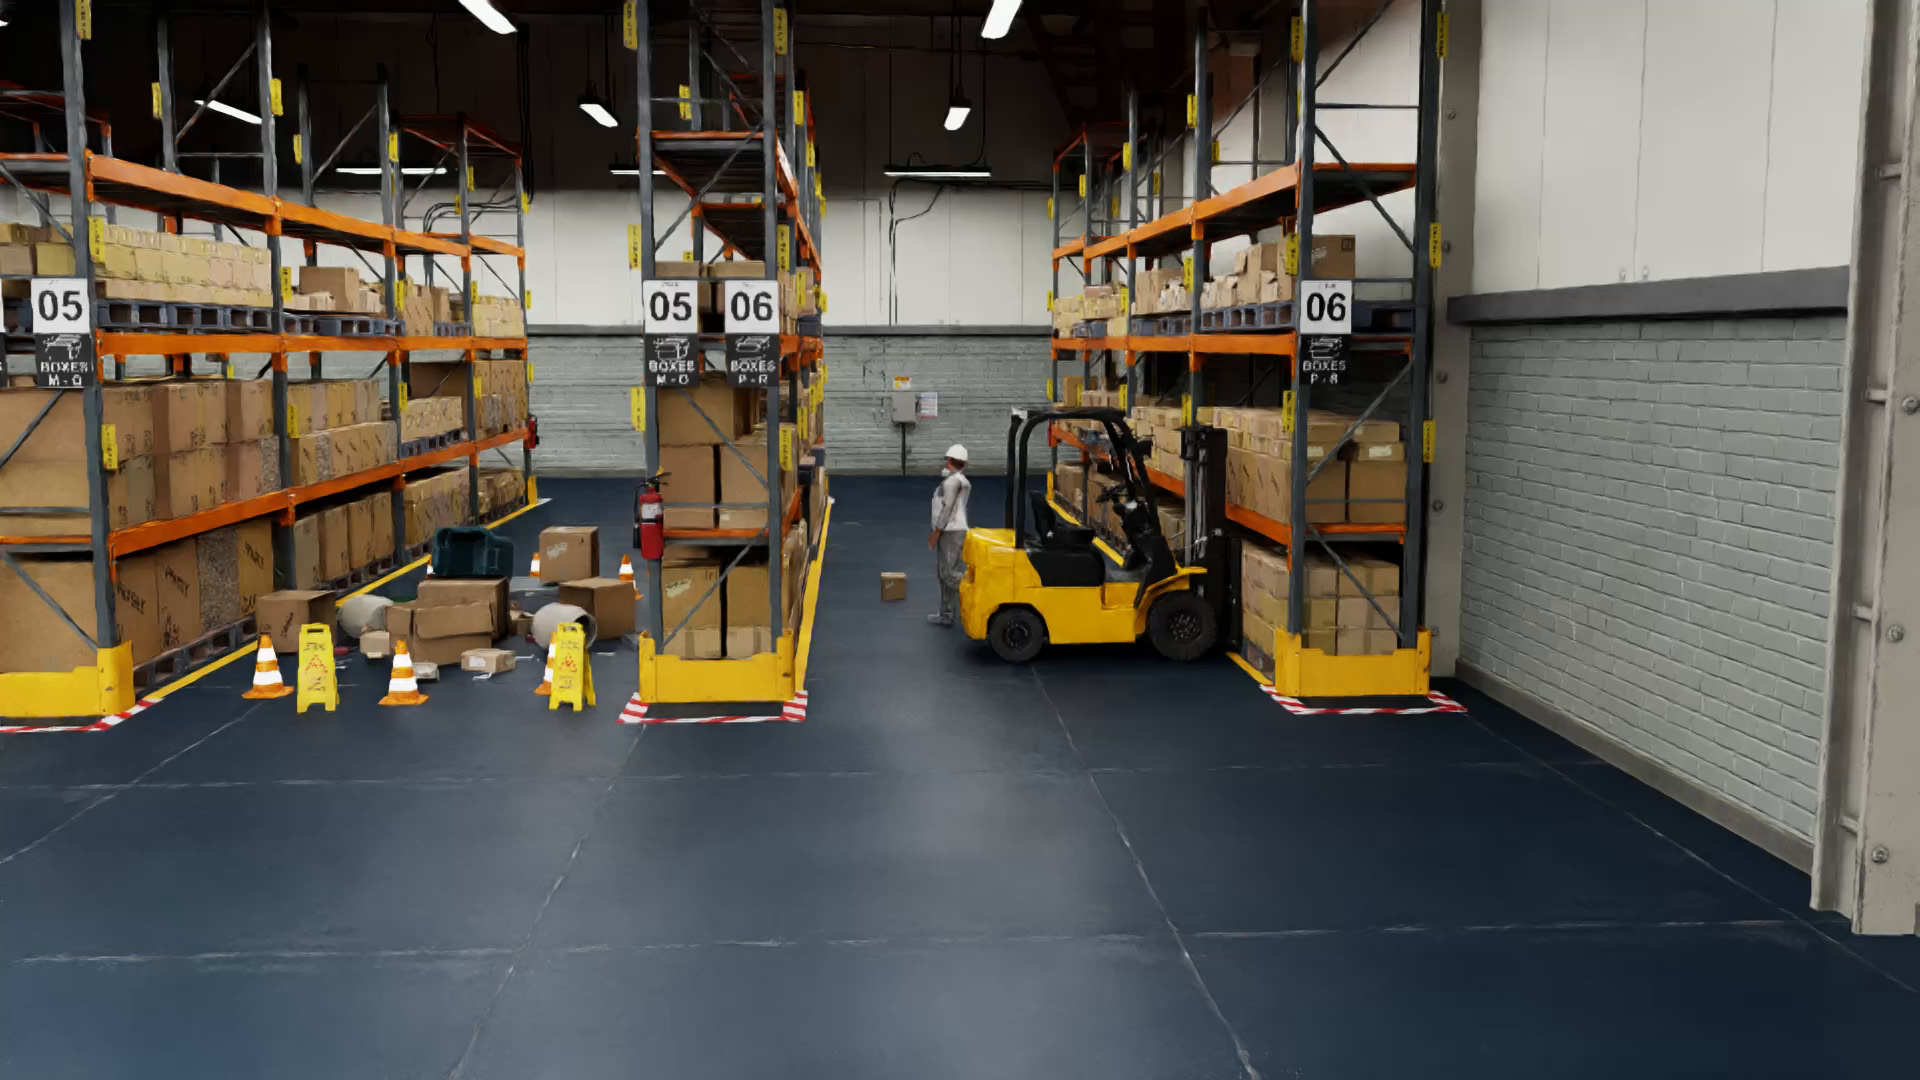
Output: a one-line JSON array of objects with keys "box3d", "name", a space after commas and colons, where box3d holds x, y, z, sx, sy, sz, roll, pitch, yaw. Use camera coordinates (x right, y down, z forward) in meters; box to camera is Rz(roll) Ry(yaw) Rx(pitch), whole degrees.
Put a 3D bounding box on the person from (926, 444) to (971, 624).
[{"box3d": [-0.030, -0.061, 16.298, 0.604, 1.738, 0.608, 0, 7, 3], "name": "person"}]
